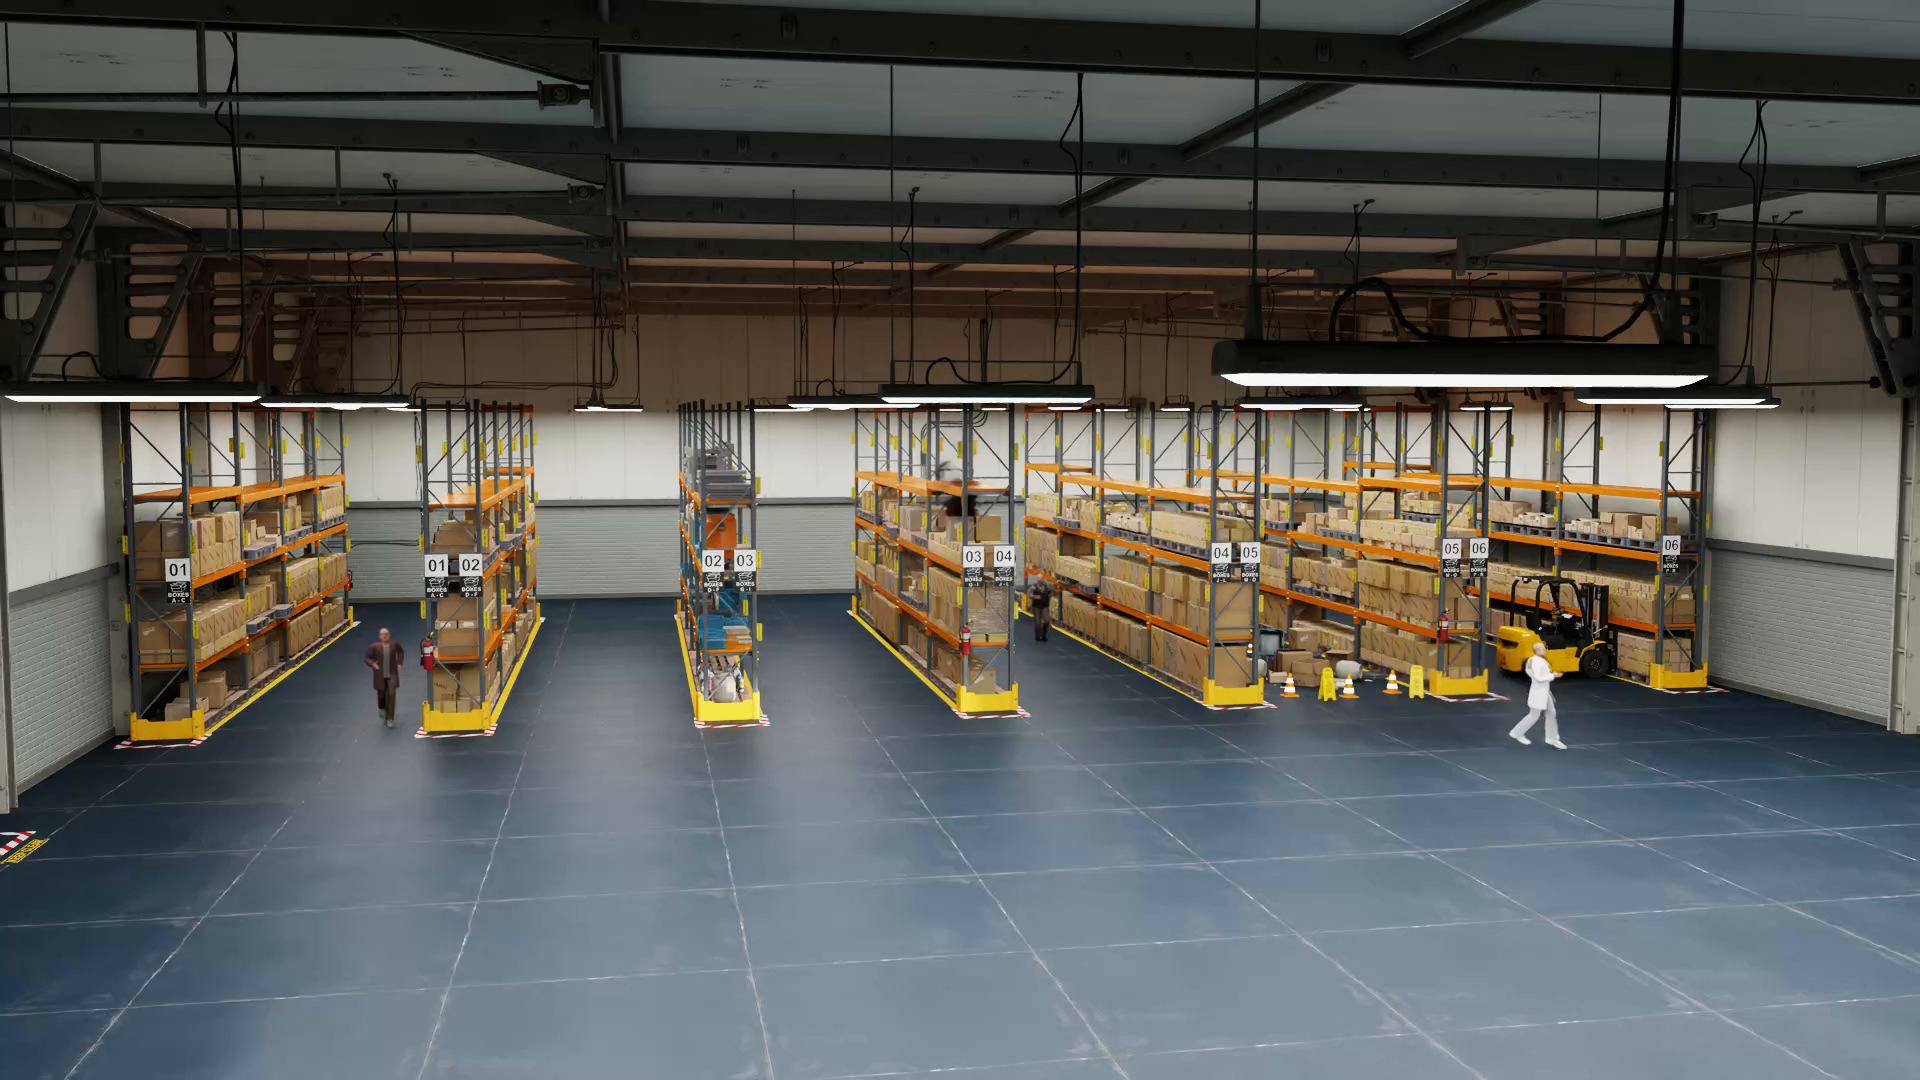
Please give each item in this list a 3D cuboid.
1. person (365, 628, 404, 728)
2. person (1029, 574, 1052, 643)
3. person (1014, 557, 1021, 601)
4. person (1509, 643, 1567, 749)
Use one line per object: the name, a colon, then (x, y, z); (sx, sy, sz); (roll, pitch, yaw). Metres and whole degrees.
person: (-10.603, 2.522, 30.683); (0.709, 1.788, 0.974); (-2, 5, -23)
person: (2.043, 1.727, 41.743); (0.640, 1.738, 0.669); (-1, 4, -10)
person: (1.585, 1.225, 49.734); (0.620, 1.535, 0.584); (-1, 4, -14)
person: (9.926, 2.661, 28.493); (0.937, 1.810, 0.700); (2, 5, 29)
